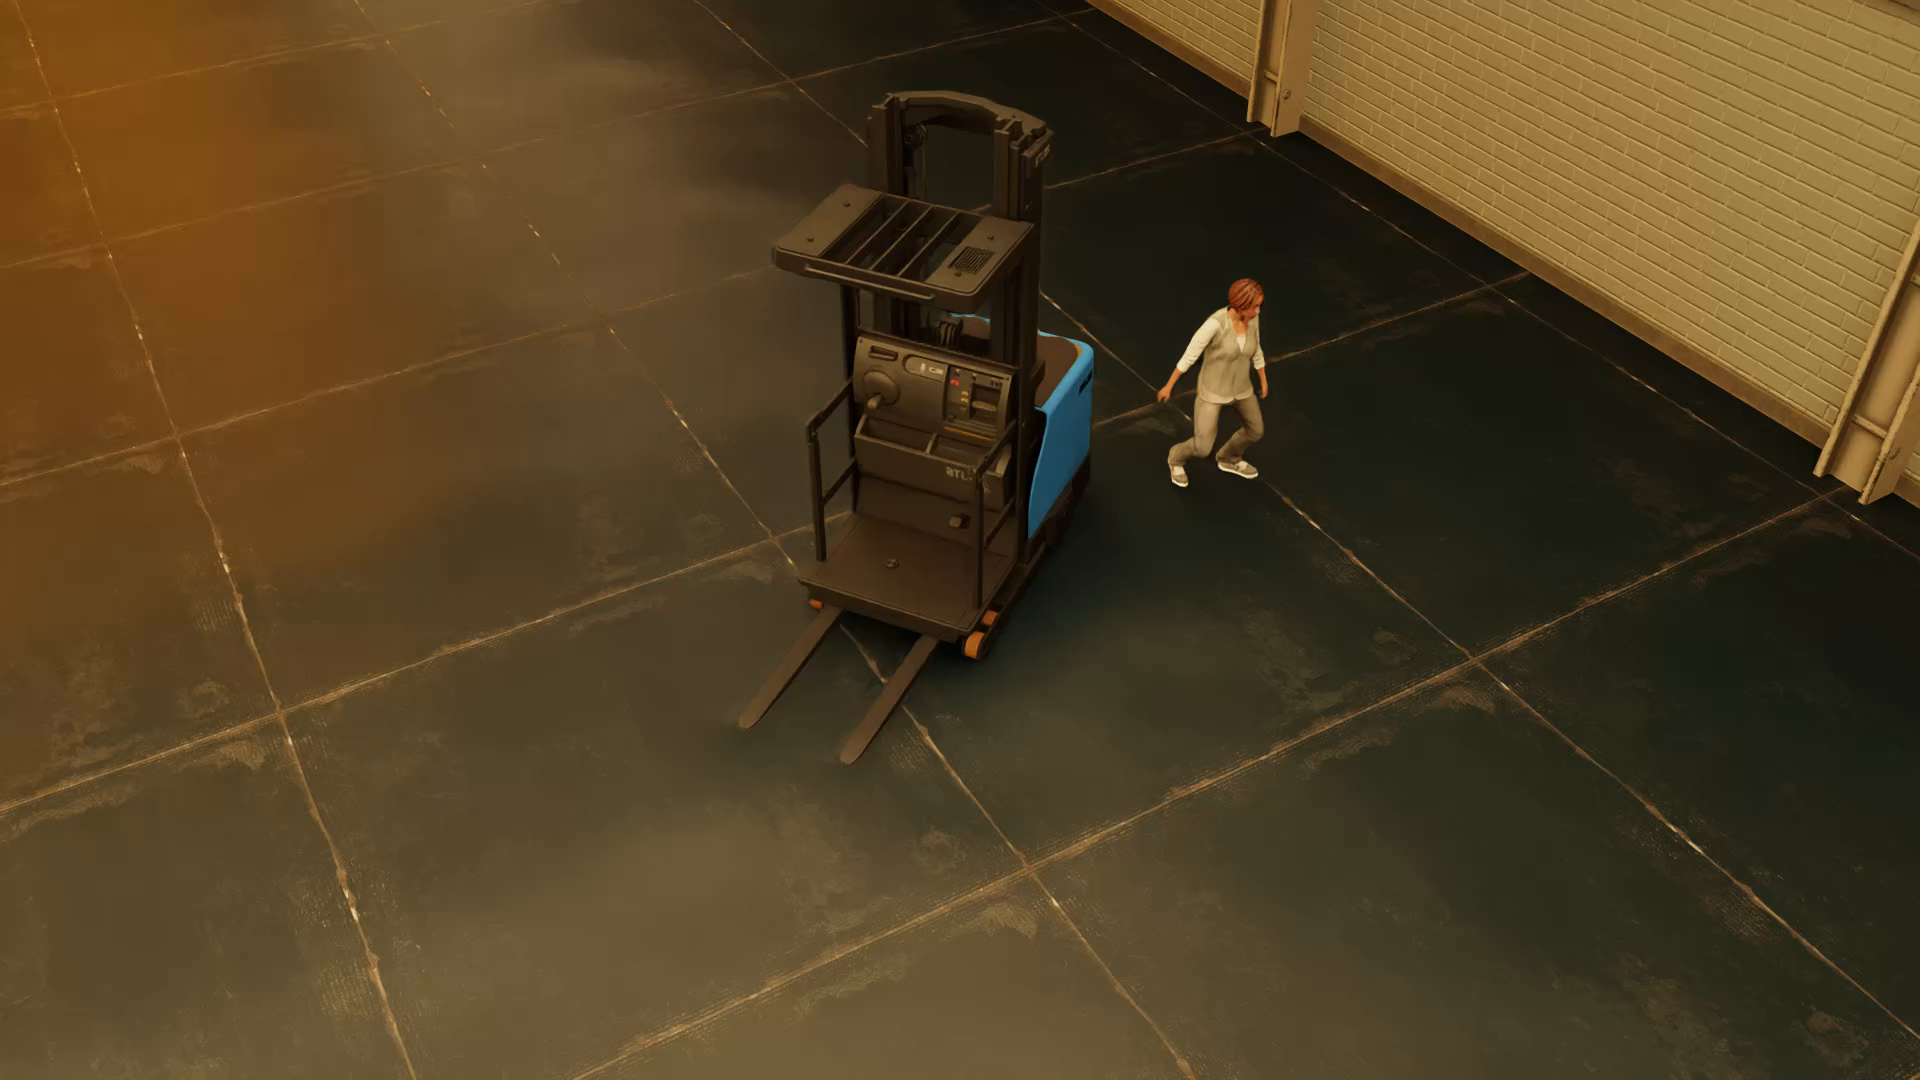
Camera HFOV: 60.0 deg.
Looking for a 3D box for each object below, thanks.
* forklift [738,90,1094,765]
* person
[{"bbox_3d":[-0.243,-0.764,8.957,1.130,2.935,3.031,16,42,19],"label":"forklift"},{"bbox_3d":[1.572,-0.964,10.312,0.734,1.518,0.436,-15,42,-17],"label":"person"}]
